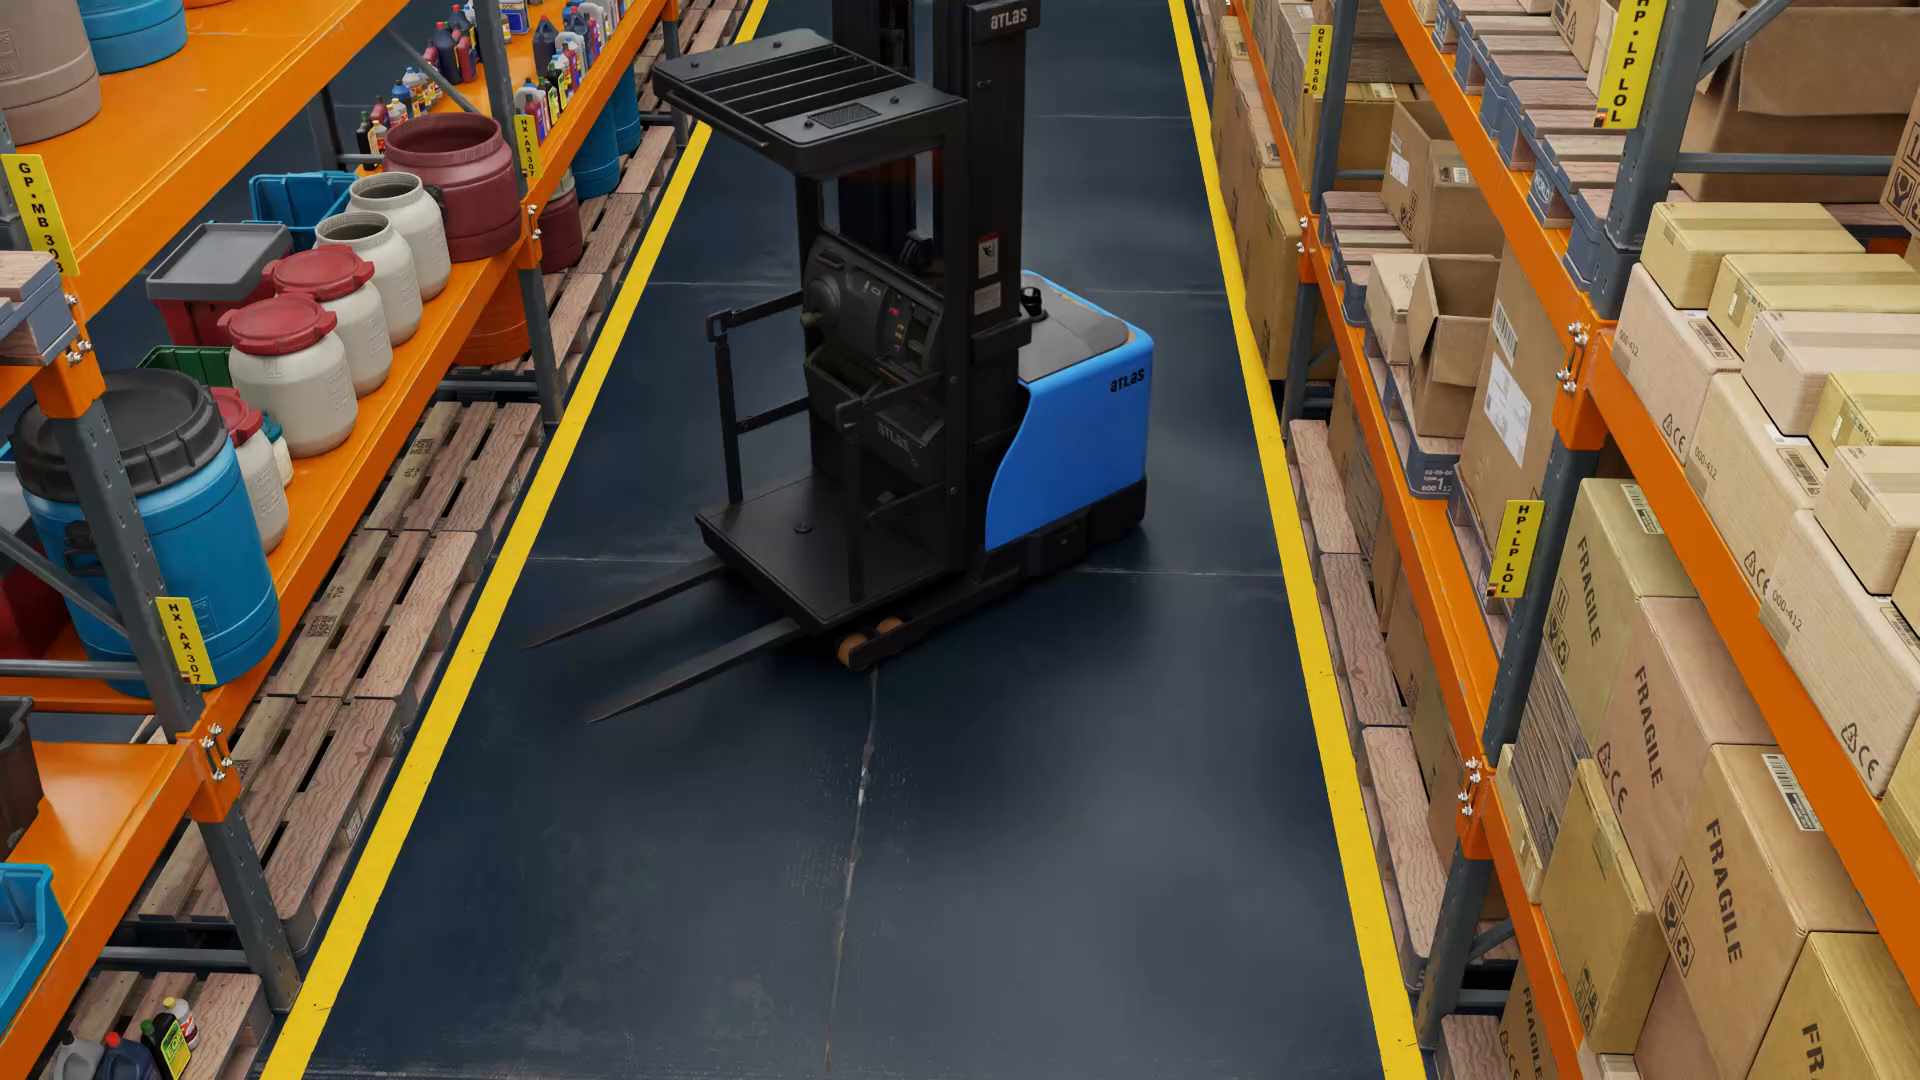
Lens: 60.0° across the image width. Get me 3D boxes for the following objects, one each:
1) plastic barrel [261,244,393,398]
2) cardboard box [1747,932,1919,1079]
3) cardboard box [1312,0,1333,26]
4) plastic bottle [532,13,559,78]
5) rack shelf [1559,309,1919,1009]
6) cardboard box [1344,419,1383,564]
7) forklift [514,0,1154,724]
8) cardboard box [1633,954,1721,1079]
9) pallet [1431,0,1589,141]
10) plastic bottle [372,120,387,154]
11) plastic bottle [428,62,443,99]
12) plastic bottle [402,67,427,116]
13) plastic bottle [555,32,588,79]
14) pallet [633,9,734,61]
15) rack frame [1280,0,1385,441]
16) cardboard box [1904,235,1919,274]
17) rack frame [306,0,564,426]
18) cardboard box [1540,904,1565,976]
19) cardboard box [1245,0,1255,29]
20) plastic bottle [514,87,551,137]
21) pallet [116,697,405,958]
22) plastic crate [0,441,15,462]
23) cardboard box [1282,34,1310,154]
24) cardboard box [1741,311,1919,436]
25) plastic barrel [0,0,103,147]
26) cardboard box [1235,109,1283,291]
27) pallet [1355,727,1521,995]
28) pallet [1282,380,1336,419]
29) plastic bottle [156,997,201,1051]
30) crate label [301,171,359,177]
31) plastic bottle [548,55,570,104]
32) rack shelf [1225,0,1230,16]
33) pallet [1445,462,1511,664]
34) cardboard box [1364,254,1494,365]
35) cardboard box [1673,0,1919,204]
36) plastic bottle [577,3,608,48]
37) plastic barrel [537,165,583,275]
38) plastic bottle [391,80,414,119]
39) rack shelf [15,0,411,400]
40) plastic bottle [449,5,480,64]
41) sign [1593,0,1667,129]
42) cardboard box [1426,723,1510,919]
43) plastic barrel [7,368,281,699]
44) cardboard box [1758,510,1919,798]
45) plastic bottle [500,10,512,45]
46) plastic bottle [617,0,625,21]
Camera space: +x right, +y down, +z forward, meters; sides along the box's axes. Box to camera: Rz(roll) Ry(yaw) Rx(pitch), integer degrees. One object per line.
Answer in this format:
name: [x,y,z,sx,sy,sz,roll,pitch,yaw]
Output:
plastic barrel: [-2.557,-0.873,6.765,0.433,0.535,0.433,0,35,0]
cardboard box: [1.768,1.055,2.925,0.500,0.500,0.500,1,35,2]
cardboard box: [2.323,-3.032,8.996,0.797,0.503,0.637,2,35,3]
plastic bottle: [-2.451,-2.936,9.862,0.144,0.351,0.185,1,35,2]
rack shelf: [2.007,0.728,2.622,1.077,0.370,4.000,1,35,2]
cardboard box: [2.232,-0.239,7.773,0.700,0.500,0.500,-1,35,-2]
forklift: [-0.547,-0.959,7.065,3.031,2.935,1.130,-24,42,-31]
cardboard box: [2.033,1.182,3.613,0.875,0.500,0.500,1,35,2]
pallet: [2.258,-1.587,5.454,1.213,0.211,1.003,1,35,2]
plastic bottle: [-3.088,-2.128,8.841,0.097,0.201,0.097,0,35,0]
plastic bottle: [-3.051,-2.652,9.587,0.097,0.201,0.097,0,35,0]
plastic bottle: [-3.063,-2.513,9.328,0.097,0.271,0.097,0,35,0]
plastic bottle: [-2.304,-2.888,9.858,0.152,0.276,0.135,1,35,2]
pallet: [-2.503,-4.184,14.020,1.003,0.211,1.213,1,35,2]
rack frame: [2.248,-1.786,8.183,1.000,3.000,0.127,1,35,2]
cardboard box: [2.363,-0.624,3.704,0.380,0.149,0.250,2,35,3]
rack frame: [-2.700,-1.901,8.346,1.000,3.000,0.127,1,35,2]
cardboard box: [1.773,1.019,4.410,0.380,0.149,0.250,1,35,2]
cardboard box: [2.122,-3.578,10.645,0.500,0.500,0.500,1,35,2]
plastic bottle: [-2.342,-2.357,9.103,0.152,0.276,0.135,1,35,2]
pallet: [-2.868,1.086,6.521,1.003,0.211,1.213,1,35,2]
plastic crate: [-3.128,-0.237,5.992,0.392,0.384,0.575,1,35,2]
cardboard box: [2.047,-2.403,8.973,0.500,0.500,0.500,1,35,1]
cardboard box: [1.792,-0.327,3.282,0.380,0.149,0.250,2,35,2]
plastic barrel: [-3.031,-1.708,5.027,0.600,0.901,0.600,0,35,0]
cardboard box: [2.340,-1.997,9.965,1.225,0.875,0.875,1,35,2]
pallet: [2.118,1.205,6.351,1.003,0.211,1.213,1,35,2]
pallet: [2.355,-1.097,9.627,1.003,0.211,1.213,1,35,2]
plastic bottle: [-2.564,1.578,5.447,0.097,0.201,0.097,0,35,0]
crate label: [-3.092,-1.599,8.062,0.303,0.233,0.416,1,35,2]
plastic bottle: [-2.295,-2.630,9.496,0.097,0.271,0.097,0,35,0]
rack shelf: [2.489,-4.939,13.295,1.077,0.370,4.000,1,35,2]
pallet: [2.264,0.154,5.588,1.003,0.211,1.213,1,35,2]
cardboard box: [1.951,-0.939,6.743,0.500,0.250,0.500,0,35,1]
cardboard box: [2.206,-1.197,4.281,0.797,0.503,0.637,0,35,0]
plastic bottle: [-2.282,-3.204,10.308,0.152,0.276,0.135,1,35,2]
plastic barrel: [-2.653,-2.016,10.242,0.600,0.588,0.708,1,35,2]
plastic bottle: [-3.071,-2.401,9.169,0.097,0.271,0.097,0,35,0]
rack shelf: [-2.781,-1.685,6.055,1.077,0.370,4.000,1,35,2]
plastic bottle: [-3.004,-3.053,10.028,0.144,0.351,0.185,1,35,2]
sign: [1.533,-1.099,3.804,0.100,0.325,0.005,1,35,2]
cardboard box: [2.134,1.002,6.007,0.700,0.500,0.500,-1,35,-2]
plastic barrel: [-2.543,-0.023,5.238,0.600,0.901,0.708,1,35,2]
cardboard box: [1.767,0.188,2.896,0.500,0.250,0.500,0,35,0]
plastic bottle: [-2.860,-3.203,10.372,0.097,0.201,0.097,0,35,0]
plastic bottle: [-2.257,-3.537,10.717,0.144,0.351,0.185,1,35,2]
